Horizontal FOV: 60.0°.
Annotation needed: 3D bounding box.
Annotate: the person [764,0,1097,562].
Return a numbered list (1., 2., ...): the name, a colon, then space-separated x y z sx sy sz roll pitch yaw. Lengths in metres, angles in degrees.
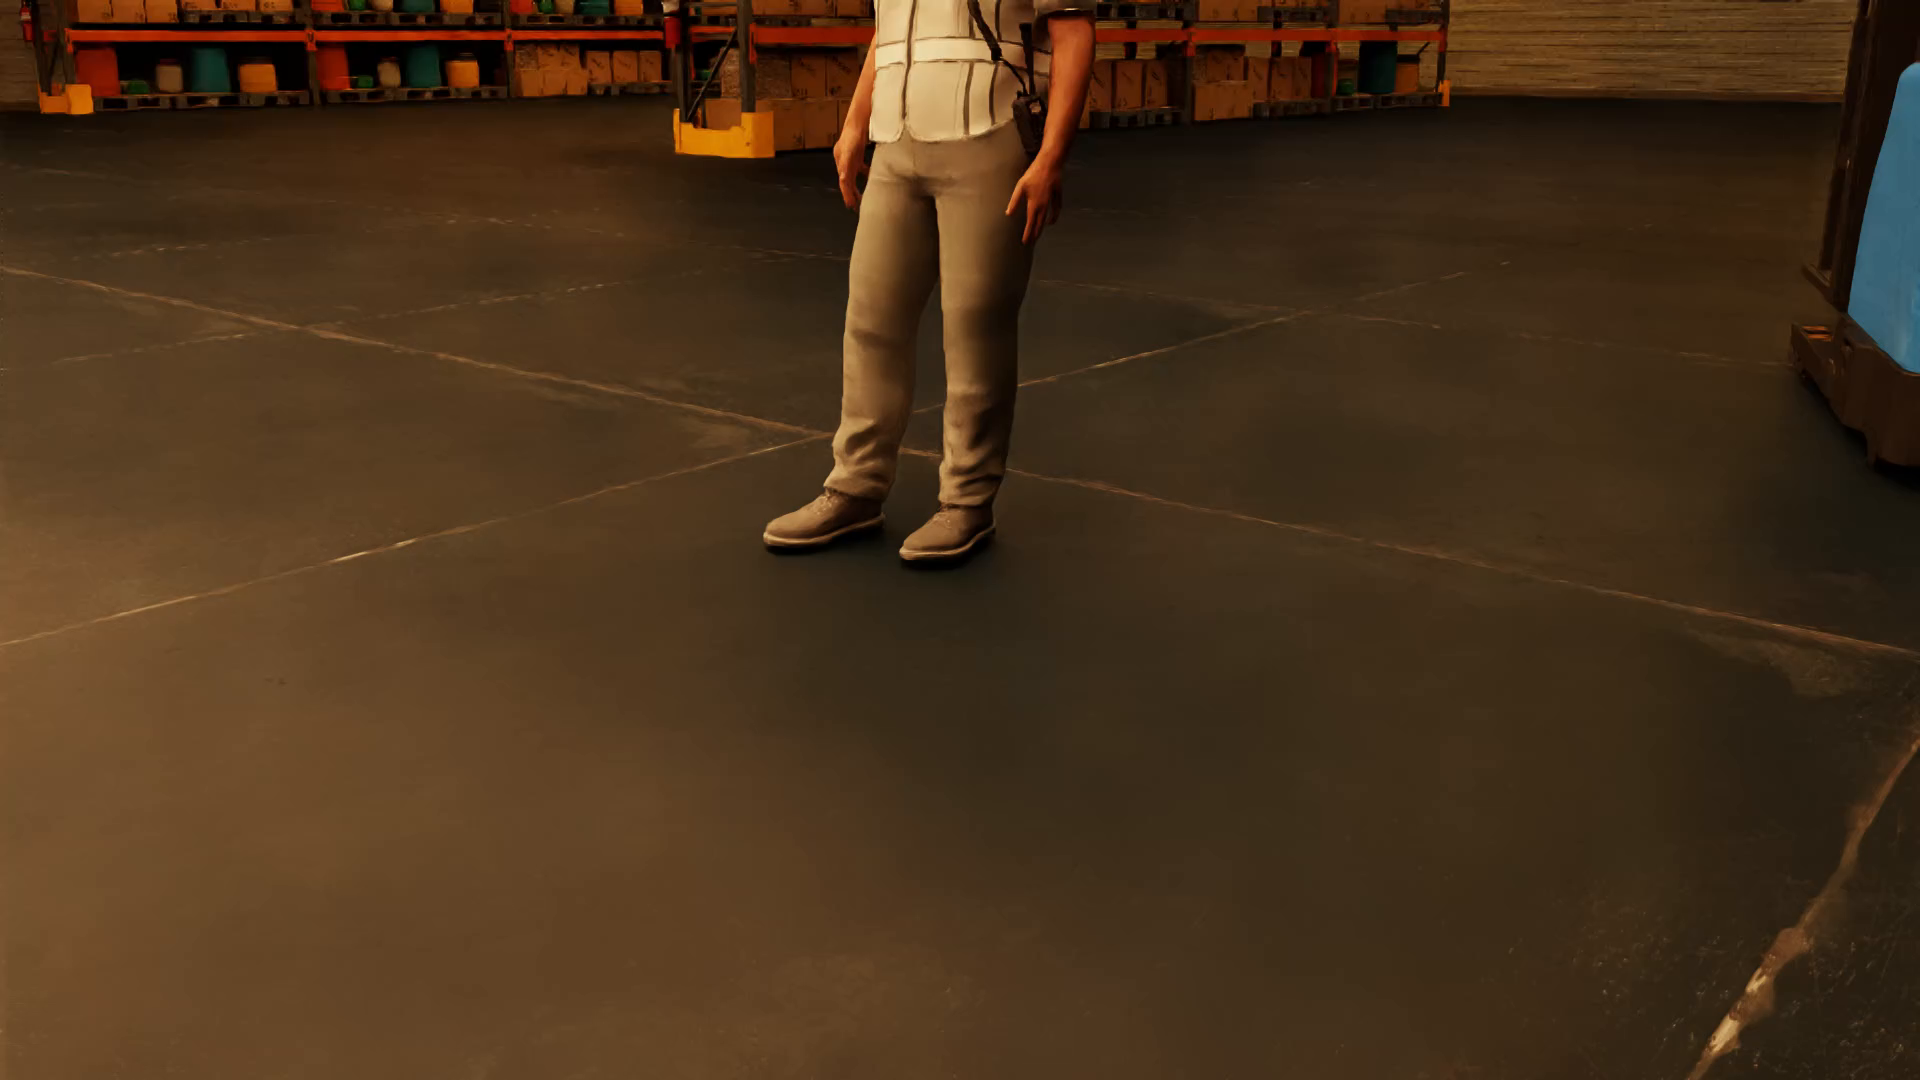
1. person: -0.059 -0.845 3.631 0.640 1.781 0.574 13 21 37

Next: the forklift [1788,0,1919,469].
1. forklift: 3.407 -1.886 5.109 1.130 2.935 3.031 6 18 19
